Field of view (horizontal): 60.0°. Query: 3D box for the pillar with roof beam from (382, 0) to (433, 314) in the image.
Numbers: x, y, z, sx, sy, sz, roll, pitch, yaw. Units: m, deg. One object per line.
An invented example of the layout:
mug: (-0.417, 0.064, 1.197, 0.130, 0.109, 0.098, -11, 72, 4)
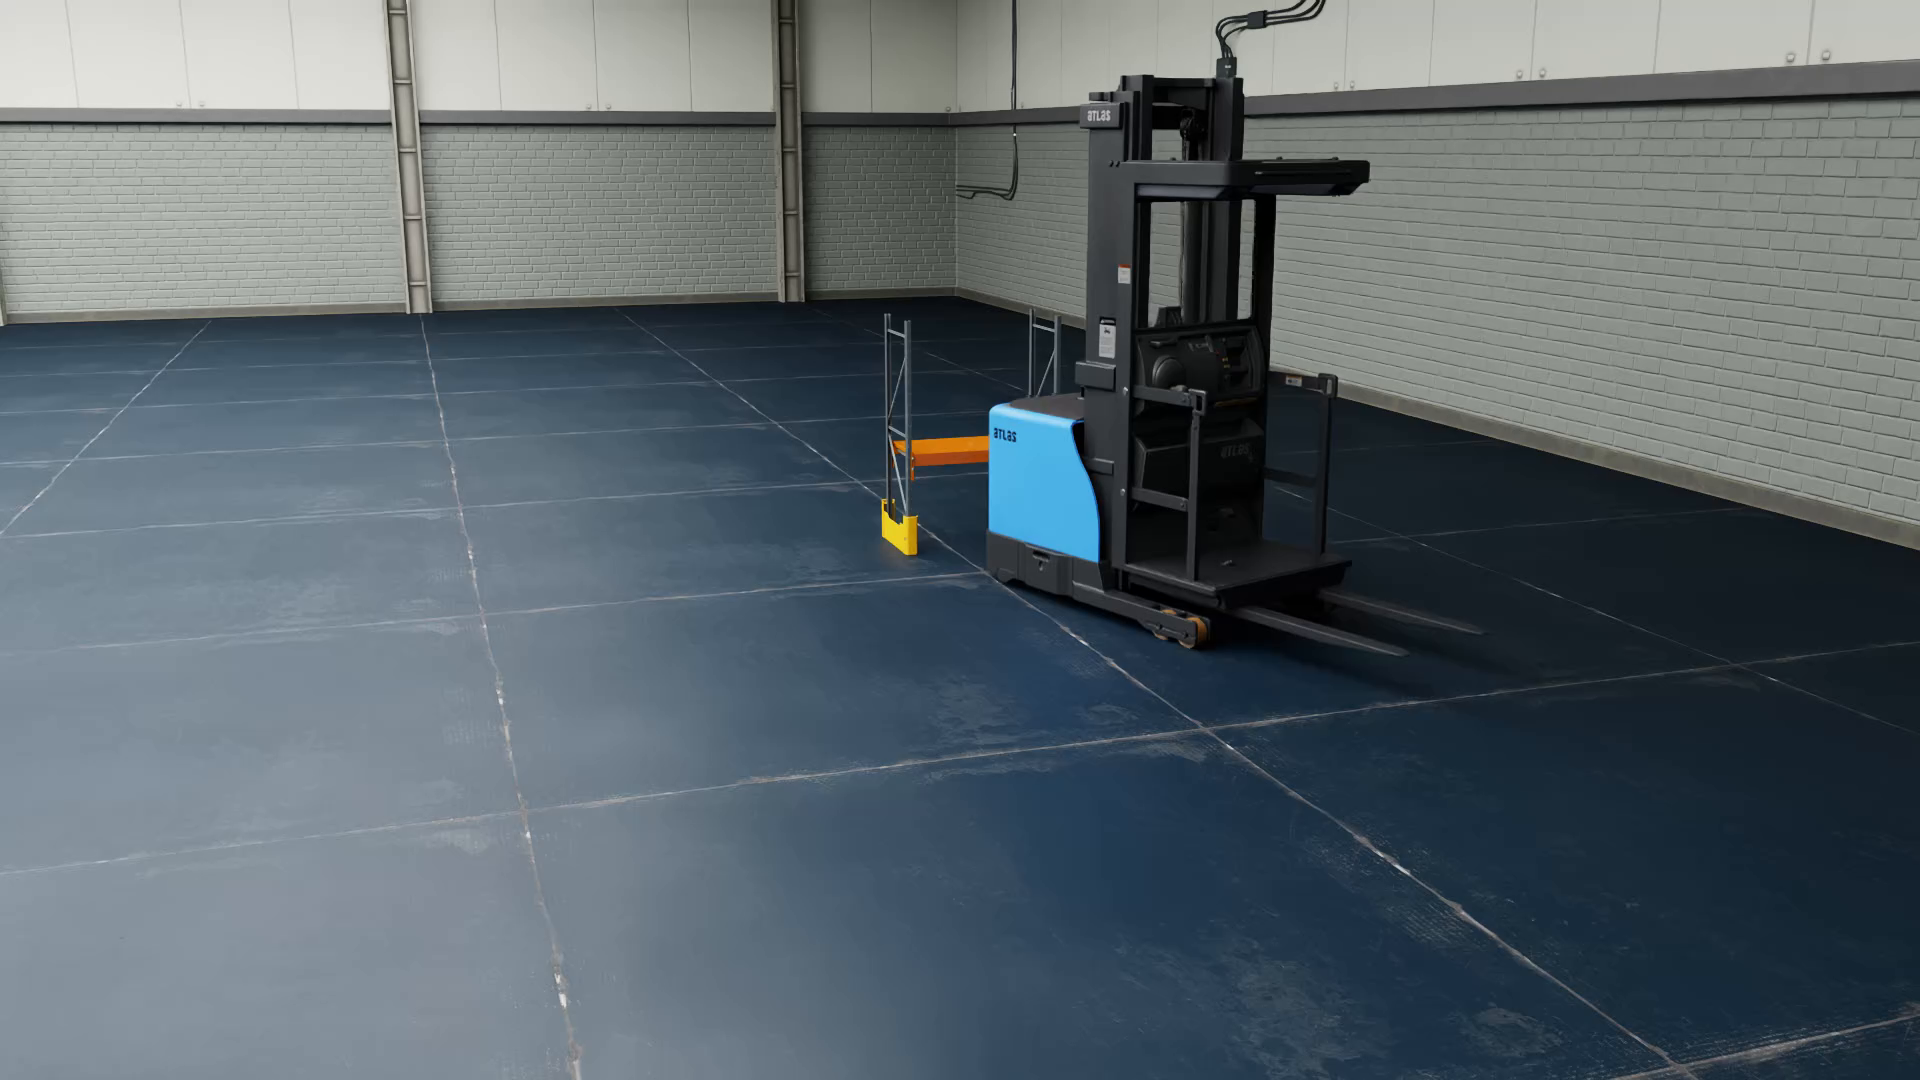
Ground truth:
pillar with roof beam: (-7.163, -7.031, 21.257, 0.400, 9.000, 9.100, -4, 14, -18)

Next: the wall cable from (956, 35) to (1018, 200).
wall cable: (0.364, -6.835, 27.142, 0.112, 2.526, 3.097, -4, 14, -18)

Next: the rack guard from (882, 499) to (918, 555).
rack guard: (-0.400, -0.090, 10.983, 0.087, 0.250, 0.587, -4, 14, -18)

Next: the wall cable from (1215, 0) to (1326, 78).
wall cable: (3.377, -7.917, 17.631, 0.169, 6.003, 2.305, -4, 14, -18)

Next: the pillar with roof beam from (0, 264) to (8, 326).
pillar with roof beam: (-12.850, -6.589, 19.395, 0.400, 9.000, 9.100, -4, 14, -18)

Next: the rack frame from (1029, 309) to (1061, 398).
rack frame: (0.563, -0.773, 11.153, 0.032, 1.500, 0.500, -4, 14, -18)

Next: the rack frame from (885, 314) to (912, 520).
rack frame: (-0.401, -0.698, 10.838, 0.032, 1.500, 0.500, -4, 14, -18)

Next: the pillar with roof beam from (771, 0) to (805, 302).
pillar with roof beam: (-1.477, -7.474, 23.119, 0.400, 9.000, 9.100, -4, 14, -18)

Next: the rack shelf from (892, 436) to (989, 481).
rack shelf: (0.081, -0.561, 11.037, 1.000, 0.185, 0.538, -4, 14, -18)

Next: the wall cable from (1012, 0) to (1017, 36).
wall cable: (1.227, -8.699, 24.064, 0.112, 2.526, 3.097, -4, 14, -18)

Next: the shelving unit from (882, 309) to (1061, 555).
shelving unit: (0.072, -0.735, 10.993, 1.083, 1.500, 0.587, -4, 14, -18)

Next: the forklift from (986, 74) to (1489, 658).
forklift: (1.449, -0.984, 8.946, 1.130, 2.935, 3.031, -10, 17, -36)
